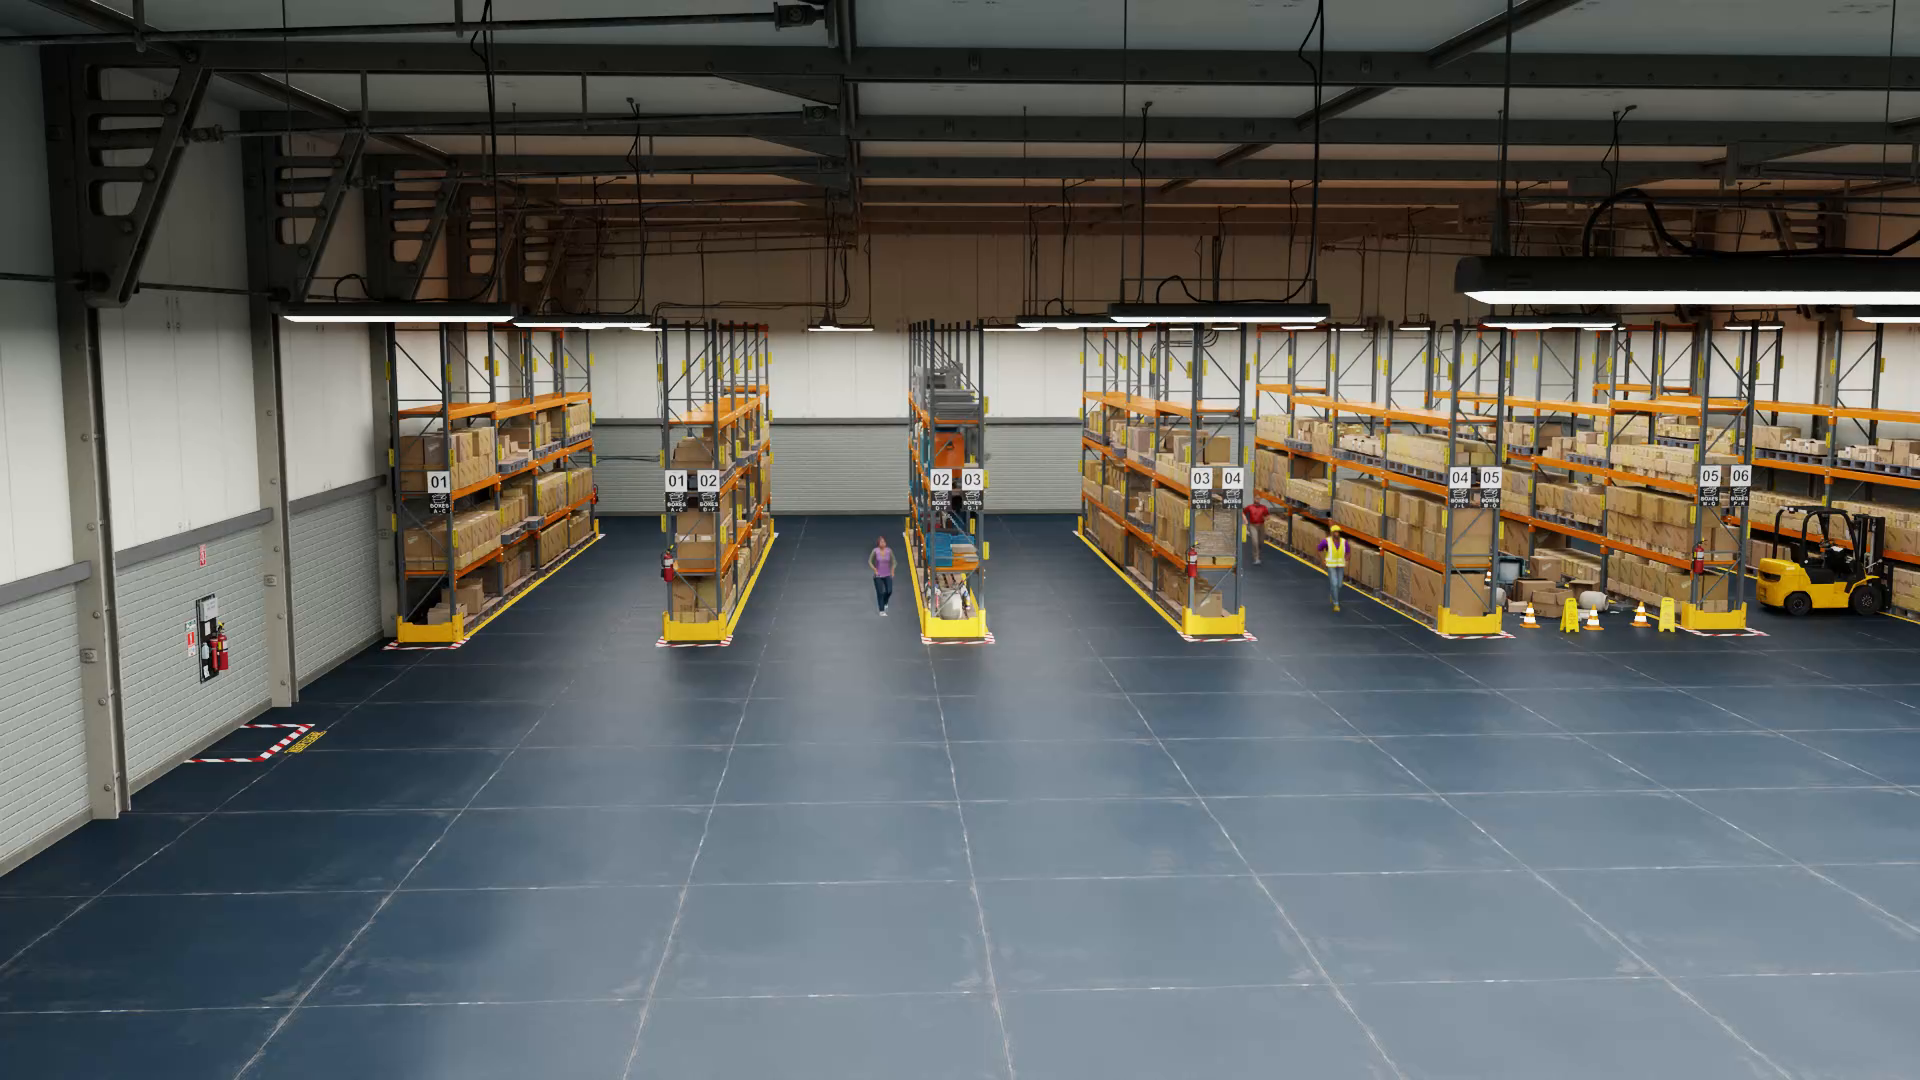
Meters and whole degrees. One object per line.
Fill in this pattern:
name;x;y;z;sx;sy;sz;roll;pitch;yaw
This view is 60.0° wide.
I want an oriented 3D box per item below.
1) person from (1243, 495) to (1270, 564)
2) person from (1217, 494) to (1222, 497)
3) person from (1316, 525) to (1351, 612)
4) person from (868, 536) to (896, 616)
person;7.441;-0.287;41.734;0.672;1.698;0.953;-1;7;-9
person;7.548;-0.999;48.618;0.830;1.526;0.779;-6;10;-42
person;7.807;0.566;34.683;0.694;1.769;0.827;-1;7;-7
person;-1.487;0.701;32.024;0.564;1.552;0.502;-1;7;-11
